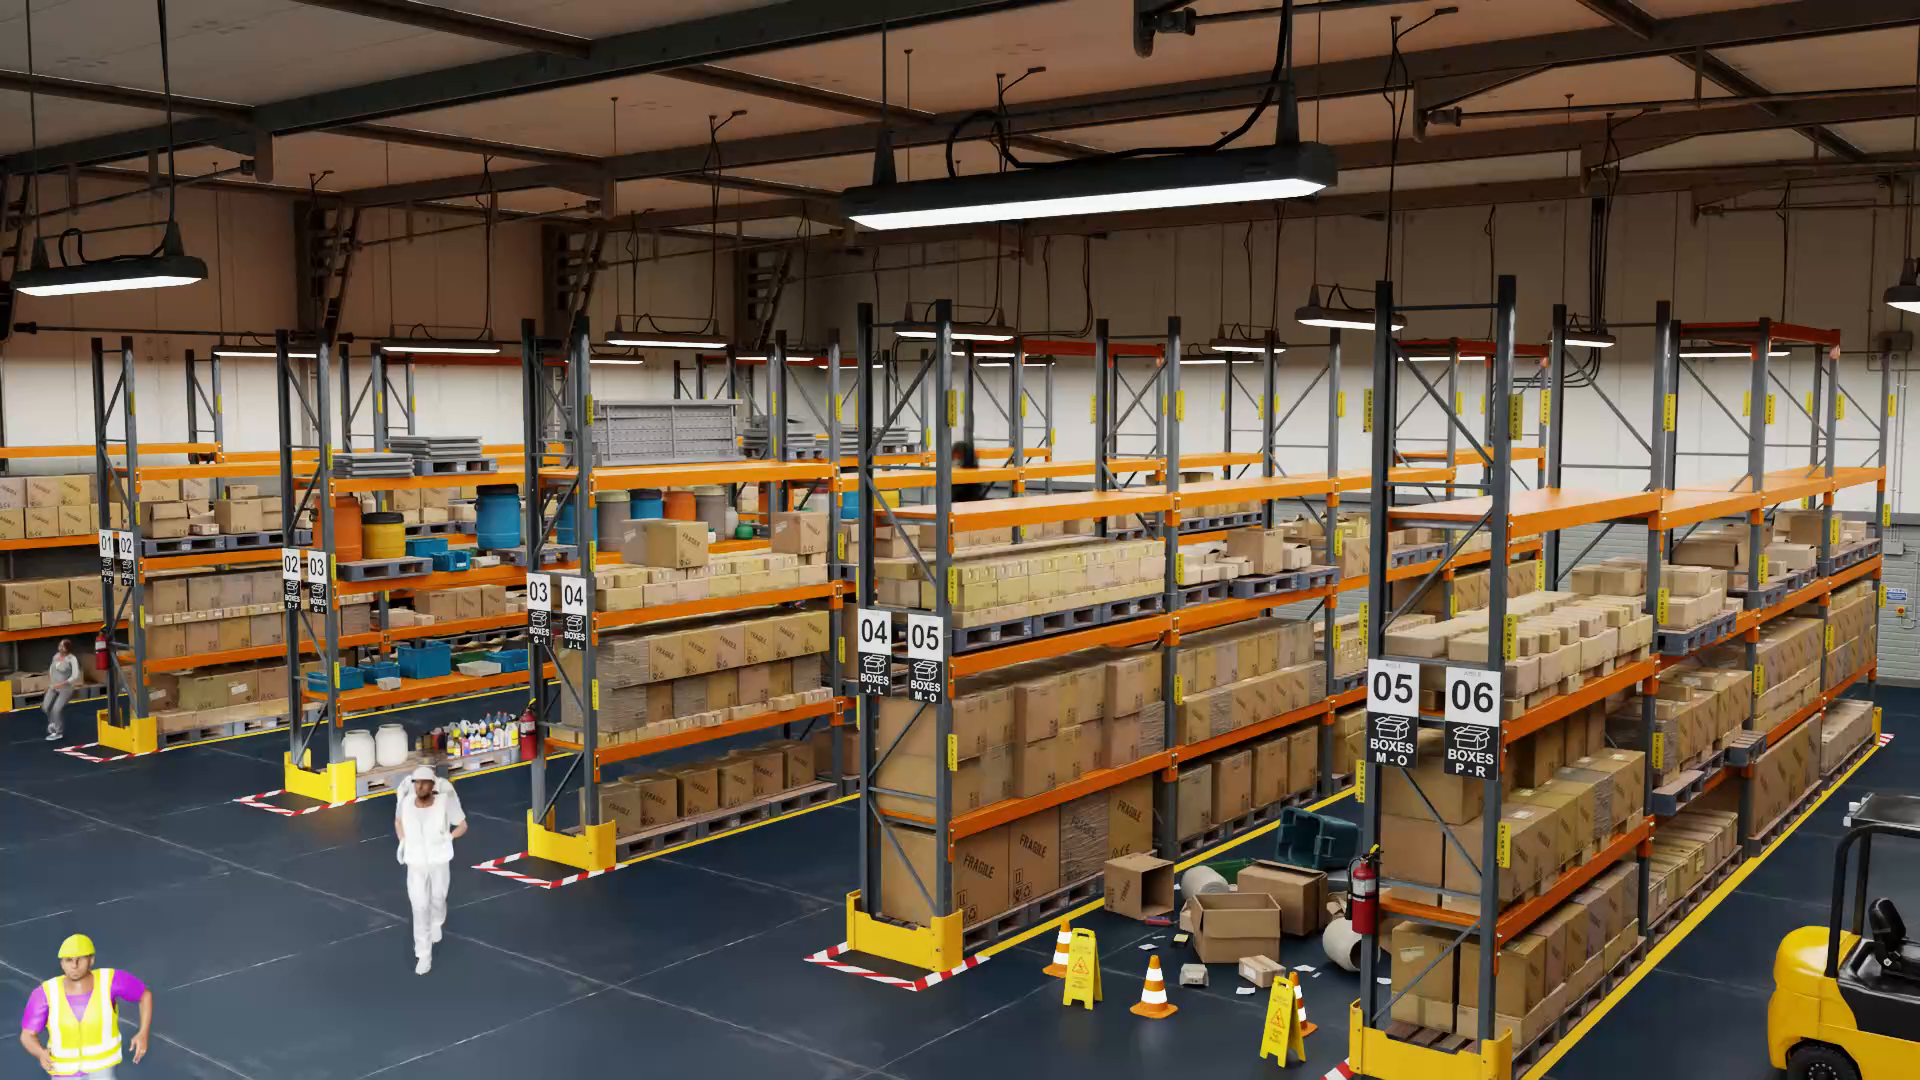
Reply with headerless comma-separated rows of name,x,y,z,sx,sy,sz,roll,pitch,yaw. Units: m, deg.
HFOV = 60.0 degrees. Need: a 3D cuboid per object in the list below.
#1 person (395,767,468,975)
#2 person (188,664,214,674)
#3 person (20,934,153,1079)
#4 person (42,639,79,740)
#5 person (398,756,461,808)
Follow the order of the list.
person,-4.839,2.949,15.213,0.665,1.796,0.926,-1,5,-11
person,-12.296,1.954,27.120,0.557,1.701,0.879,2,6,26
person,-5.549,3.382,10.567,0.734,1.780,0.684,-2,5,-20
person,-13.437,2.241,24.816,0.558,1.527,0.514,0,5,5
person,-5.394,2.938,16.962,0.643,1.612,0.851,-1,5,-9
